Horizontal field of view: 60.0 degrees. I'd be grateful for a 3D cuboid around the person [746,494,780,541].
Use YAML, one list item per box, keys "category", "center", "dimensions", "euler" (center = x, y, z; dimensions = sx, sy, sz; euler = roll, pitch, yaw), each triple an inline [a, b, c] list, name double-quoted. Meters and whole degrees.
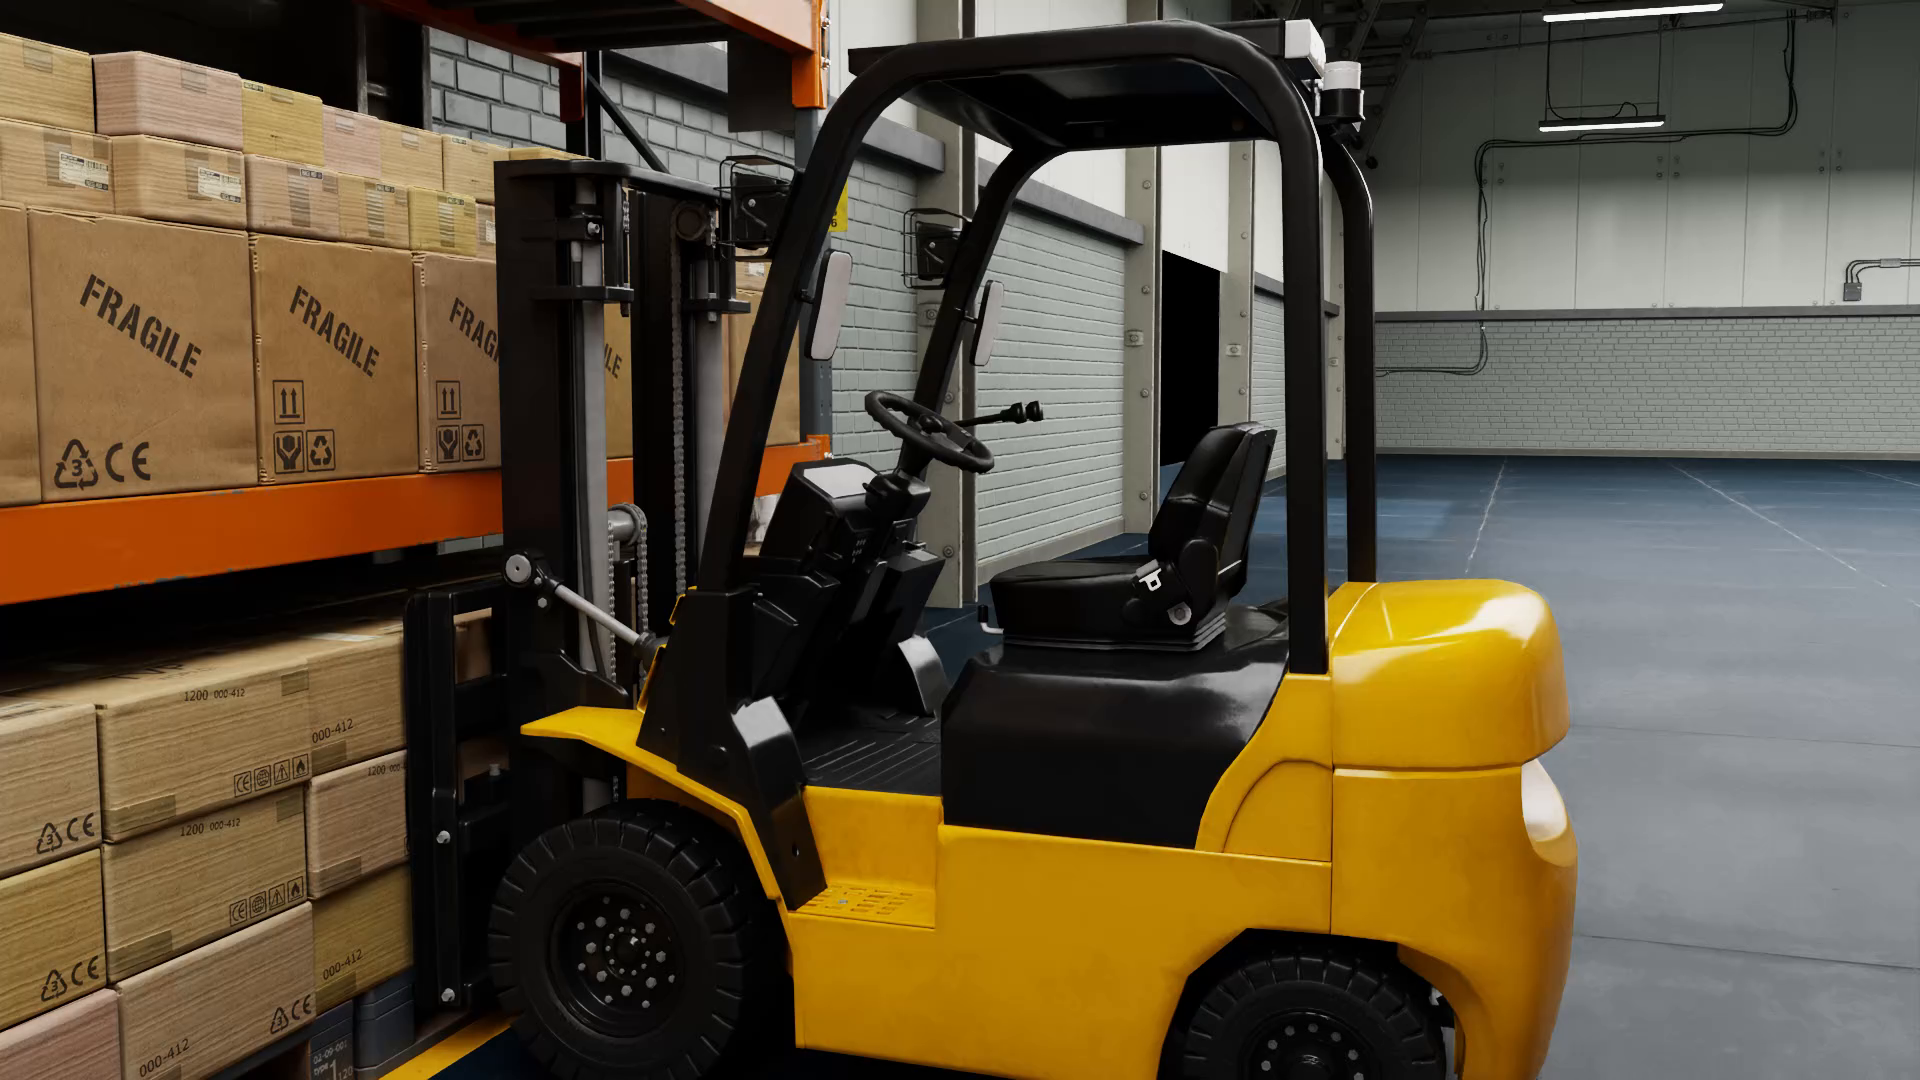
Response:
- category: "person"
  center: [-1.032, -0.028, 7.202]
  dimensions: [0.516, 1.684, 0.434]
  euler: [0, 5, -2]
